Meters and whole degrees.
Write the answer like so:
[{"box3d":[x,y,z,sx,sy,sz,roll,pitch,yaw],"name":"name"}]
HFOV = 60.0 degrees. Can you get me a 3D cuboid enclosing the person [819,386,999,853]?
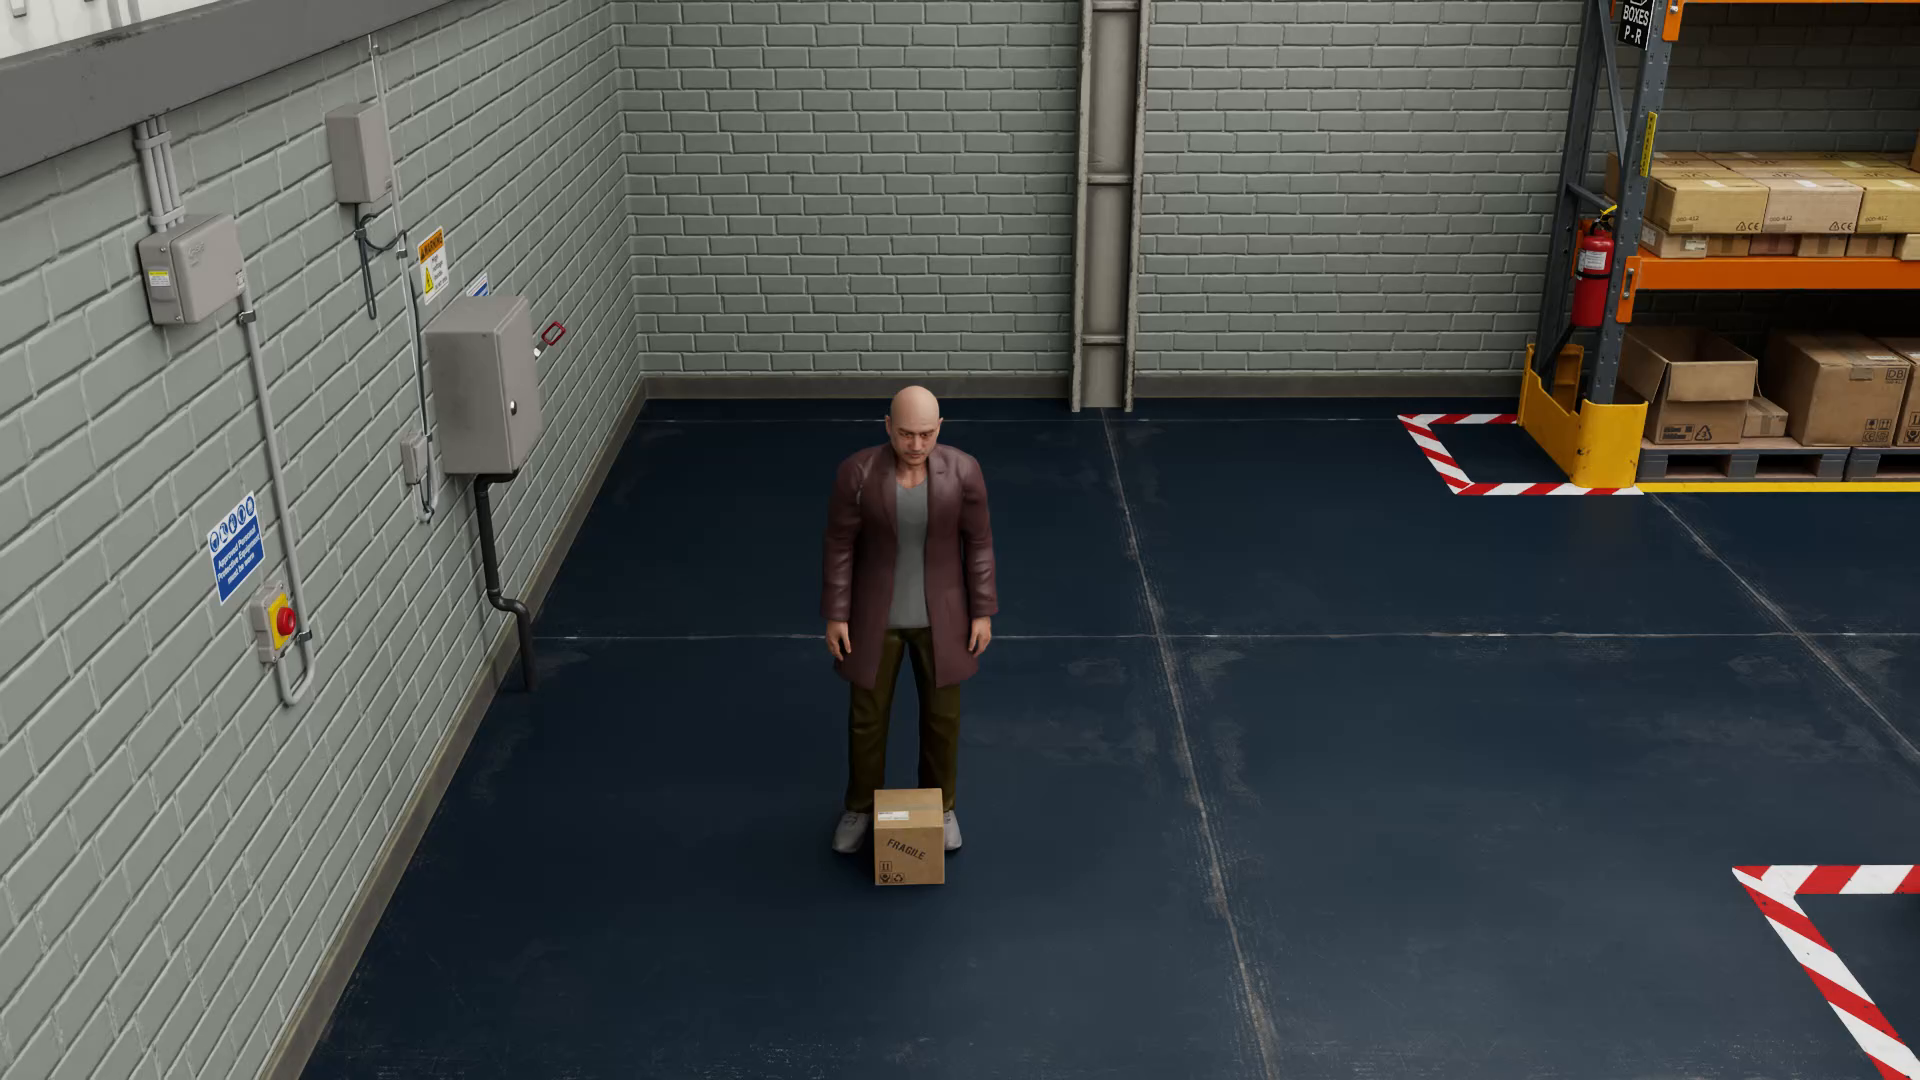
[{"box3d":[-0.182,0.282,5.983,0.647,1.772,0.429,-2,24,-4],"name":"person"}]
